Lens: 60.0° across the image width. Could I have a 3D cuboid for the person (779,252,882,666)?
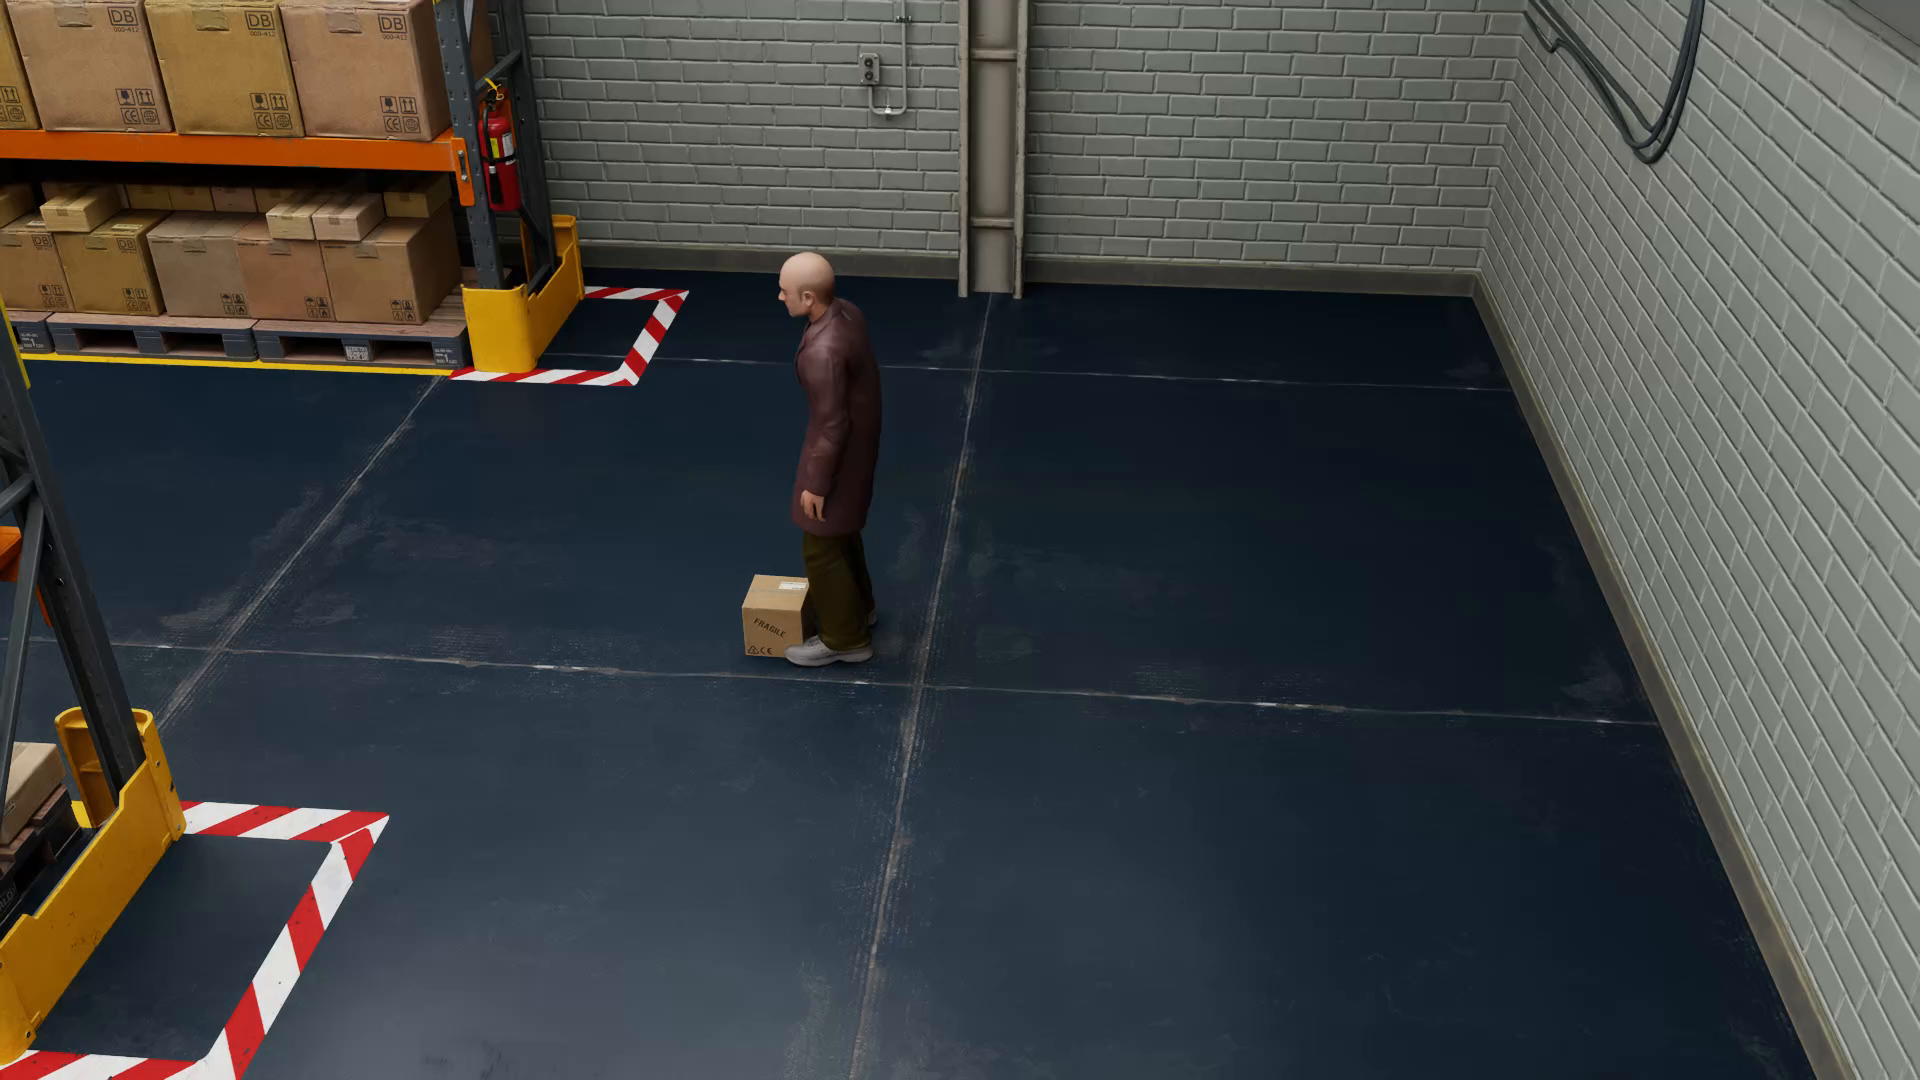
[{"bbox_3d":[-0.521,-0.321,6.673,0.427,1.773,0.640,2,32,4],"label":"person"}]
